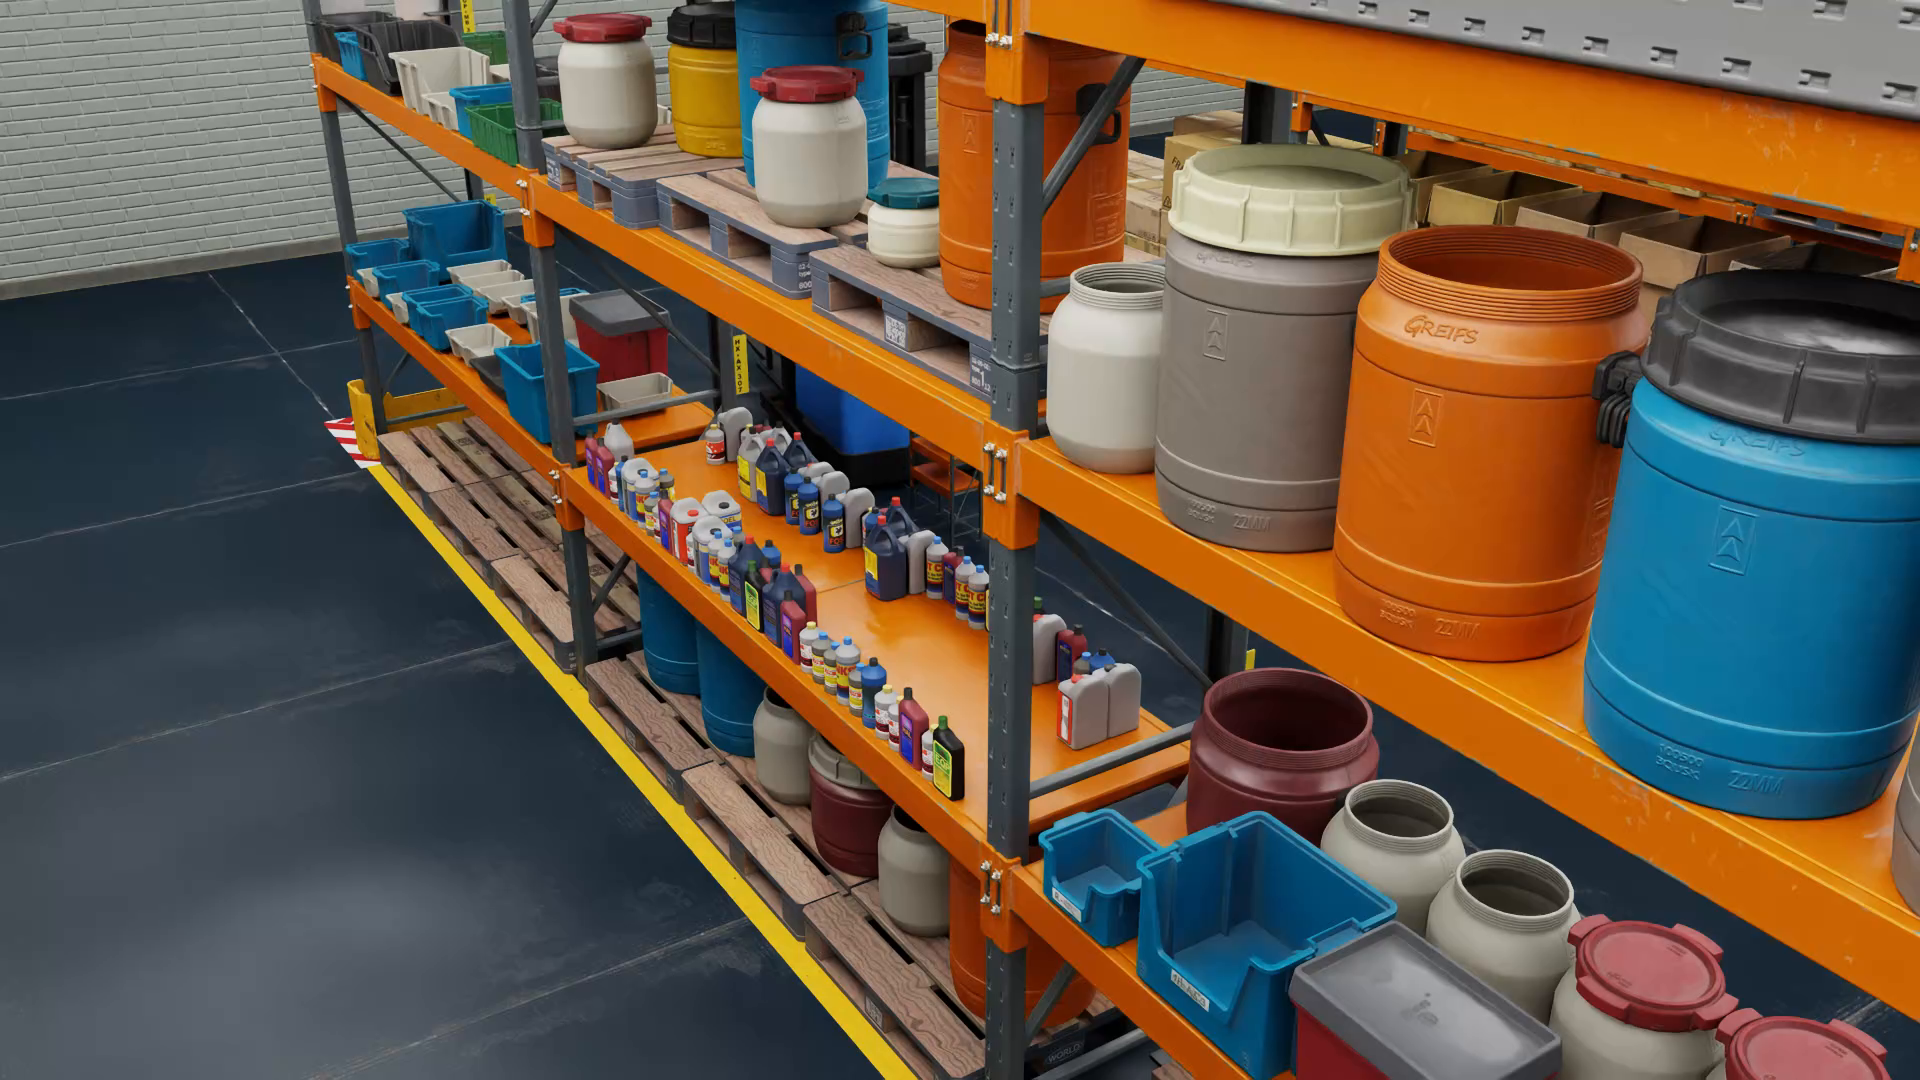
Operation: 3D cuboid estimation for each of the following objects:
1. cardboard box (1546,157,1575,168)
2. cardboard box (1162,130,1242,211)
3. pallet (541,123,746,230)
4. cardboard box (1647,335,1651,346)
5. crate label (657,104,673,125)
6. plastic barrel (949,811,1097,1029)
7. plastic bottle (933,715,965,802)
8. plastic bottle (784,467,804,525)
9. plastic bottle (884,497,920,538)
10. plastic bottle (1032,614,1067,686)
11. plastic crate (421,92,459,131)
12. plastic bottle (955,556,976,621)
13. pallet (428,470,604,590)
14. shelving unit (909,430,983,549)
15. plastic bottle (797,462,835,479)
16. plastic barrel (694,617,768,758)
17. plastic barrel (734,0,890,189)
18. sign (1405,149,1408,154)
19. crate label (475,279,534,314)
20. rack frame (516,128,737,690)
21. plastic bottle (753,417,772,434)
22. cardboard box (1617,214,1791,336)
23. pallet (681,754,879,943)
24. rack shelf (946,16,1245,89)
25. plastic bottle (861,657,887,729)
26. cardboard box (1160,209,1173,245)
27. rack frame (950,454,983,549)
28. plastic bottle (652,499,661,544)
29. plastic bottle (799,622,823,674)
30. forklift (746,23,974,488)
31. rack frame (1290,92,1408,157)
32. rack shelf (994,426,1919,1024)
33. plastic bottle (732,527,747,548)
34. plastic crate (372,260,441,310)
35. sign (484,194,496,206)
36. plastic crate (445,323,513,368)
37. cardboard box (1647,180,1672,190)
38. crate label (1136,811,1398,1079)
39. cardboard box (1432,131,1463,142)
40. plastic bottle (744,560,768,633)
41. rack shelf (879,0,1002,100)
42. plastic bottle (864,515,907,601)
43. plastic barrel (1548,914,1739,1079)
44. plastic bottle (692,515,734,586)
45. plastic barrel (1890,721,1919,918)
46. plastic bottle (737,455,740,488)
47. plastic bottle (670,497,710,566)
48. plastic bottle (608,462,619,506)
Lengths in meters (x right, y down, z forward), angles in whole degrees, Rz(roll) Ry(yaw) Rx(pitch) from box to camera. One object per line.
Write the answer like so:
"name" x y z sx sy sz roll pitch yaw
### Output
"cardboard box" 5.450 -3.434 14.805 0.380 0.149 0.250 -15 29 -29
"cardboard box" 1.760 -2.526 11.536 0.500 0.500 0.500 -15 29 -29
"pallet" -1.135 -1.697 7.539 1.213 0.211 1.003 -16 29 -30
"cardboard box" 3.658 -0.936 9.102 0.500 0.500 0.500 -17 30 -31
"crate label" -1.670 -2.163 8.614 0.293 0.136 0.466 -16 29 -30
"plastic barrel" 0.258 1.368 6.390 0.600 0.830 0.708 -16 29 -30
"plastic bottle" -0.039 0.755 5.775 0.061 0.283 0.133 -16 29 -30
"plastic bottle" -0.778 -0.213 7.838 0.097 0.271 0.097 0 25 0
"plastic bottle" -0.267 -0.015 7.325 0.144 0.351 0.185 -16 29 -30
"plastic bottle" 0.321 0.408 6.518 0.152 0.276 0.135 -16 29 -30
"plastic crate" -2.658 -2.287 8.876 0.293 0.136 0.466 -16 29 -30
"plastic bottle" 0.029 0.197 6.970 0.097 0.271 0.097 0 25 0
"pallet" -2.749 -0.113 10.743 1.003 0.211 1.213 -16 29 -30
"shelving unit" -0.090 -0.602 10.619 0.258 1.200 0.503 -16 29 -30
"plastic bottle" -0.684 -0.251 7.913 0.152 0.276 0.135 -16 29 -30
"plastic barrel" -0.975 0.527 8.086 0.600 0.901 0.708 -16 29 -30
"plastic barrel" -0.585 -1.882 6.630 0.600 0.901 0.708 -16 29 -30
"sign" 2.955 -2.456 11.174 0.100 0.325 0.005 -16 29 -30
"crate label" -2.913 -1.572 10.804 0.396 0.136 0.243 -16 29 -30
"rack frame" -1.645 -0.684 8.684 1.000 3.000 0.127 -16 29 -30
"plastic bottle" -0.994 -0.493 8.418 0.061 0.283 0.133 -16 29 -30
"cardboard box" 3.950 -1.405 8.920 0.797 0.503 0.637 -15 29 -28
"pallet" -0.588 1.300 7.749 1.003 0.211 1.213 -16 29 -30
"rack shelf" 1.413 -3.584 12.158 1.077 0.370 4.000 -16 29 -30
"plastic bottle" -0.319 0.562 6.196 0.097 0.271 0.097 0 25 0
"cardboard box" 1.760 -2.186 11.694 0.500 0.250 0.500 -15 29 -28
"rack frame" 0.043 -0.515 10.434 0.240 1.200 0.015 -16 29 -30
"plastic bottle" -1.365 -0.091 7.662 0.097 0.201 0.097 0 25 0
"plastic bottle" -0.585 0.420 6.580 0.097 0.201 0.097 0 25 0
"forklift" -0.891 -2.285 12.158 1.130 2.935 3.031 -10 27 -20
"rack frame" 2.505 -1.838 11.129 1.000 3.000 0.127 -16 29 -30
"rack shelf" 1.631 0.431 3.652 1.077 0.370 4.000 -16 29 -30
"plastic bottle" -0.985 0.039 7.386 0.097 0.201 0.097 0 25 0
"plastic crate" -3.610 -1.665 10.890 0.416 0.233 0.300 -16 29 -30
"sign" -3.376 -2.322 11.964 0.100 0.325 0.005 -16 29 -30
"plastic crate" -2.847 -1.144 9.899 0.293 0.136 0.466 -16 29 -30
"cardboard box" 6.036 -3.068 14.029 0.380 0.149 0.250 -14 29 -28
"crate label" 0.855 1.149 4.760 0.502 0.435 0.616 -16 29 -30
"cardboard box" 4.710 -3.892 15.776 0.380 0.149 0.250 -16 30 -31
"plastic bottle" -0.837 0.232 6.882 0.061 0.283 0.133 -16 29 -30
"rack shelf" -0.553 -2.175 6.127 1.077 0.370 4.000 -16 29 -30
"plastic bottle" -0.321 0.069 7.148 0.144 0.351 0.185 -16 29 -30
"plastic barrel" 1.747 1.306 4.311 0.433 0.535 0.433 0 25 0
"plastic bottle" -1.079 0.041 7.295 0.152 0.276 0.135 -16 29 -30
"plastic barrel" 1.906 0.229 2.649 0.600 0.901 0.600 0 25 0
"plastic bottle" -1.053 -0.362 8.235 0.097 0.201 0.097 0 25 0
"plastic bottle" -1.206 -0.042 7.471 0.152 0.276 0.135 -16 29 -30
"plastic bottle" -1.651 -0.278 8.059 0.097 0.201 0.097 0 25 0
